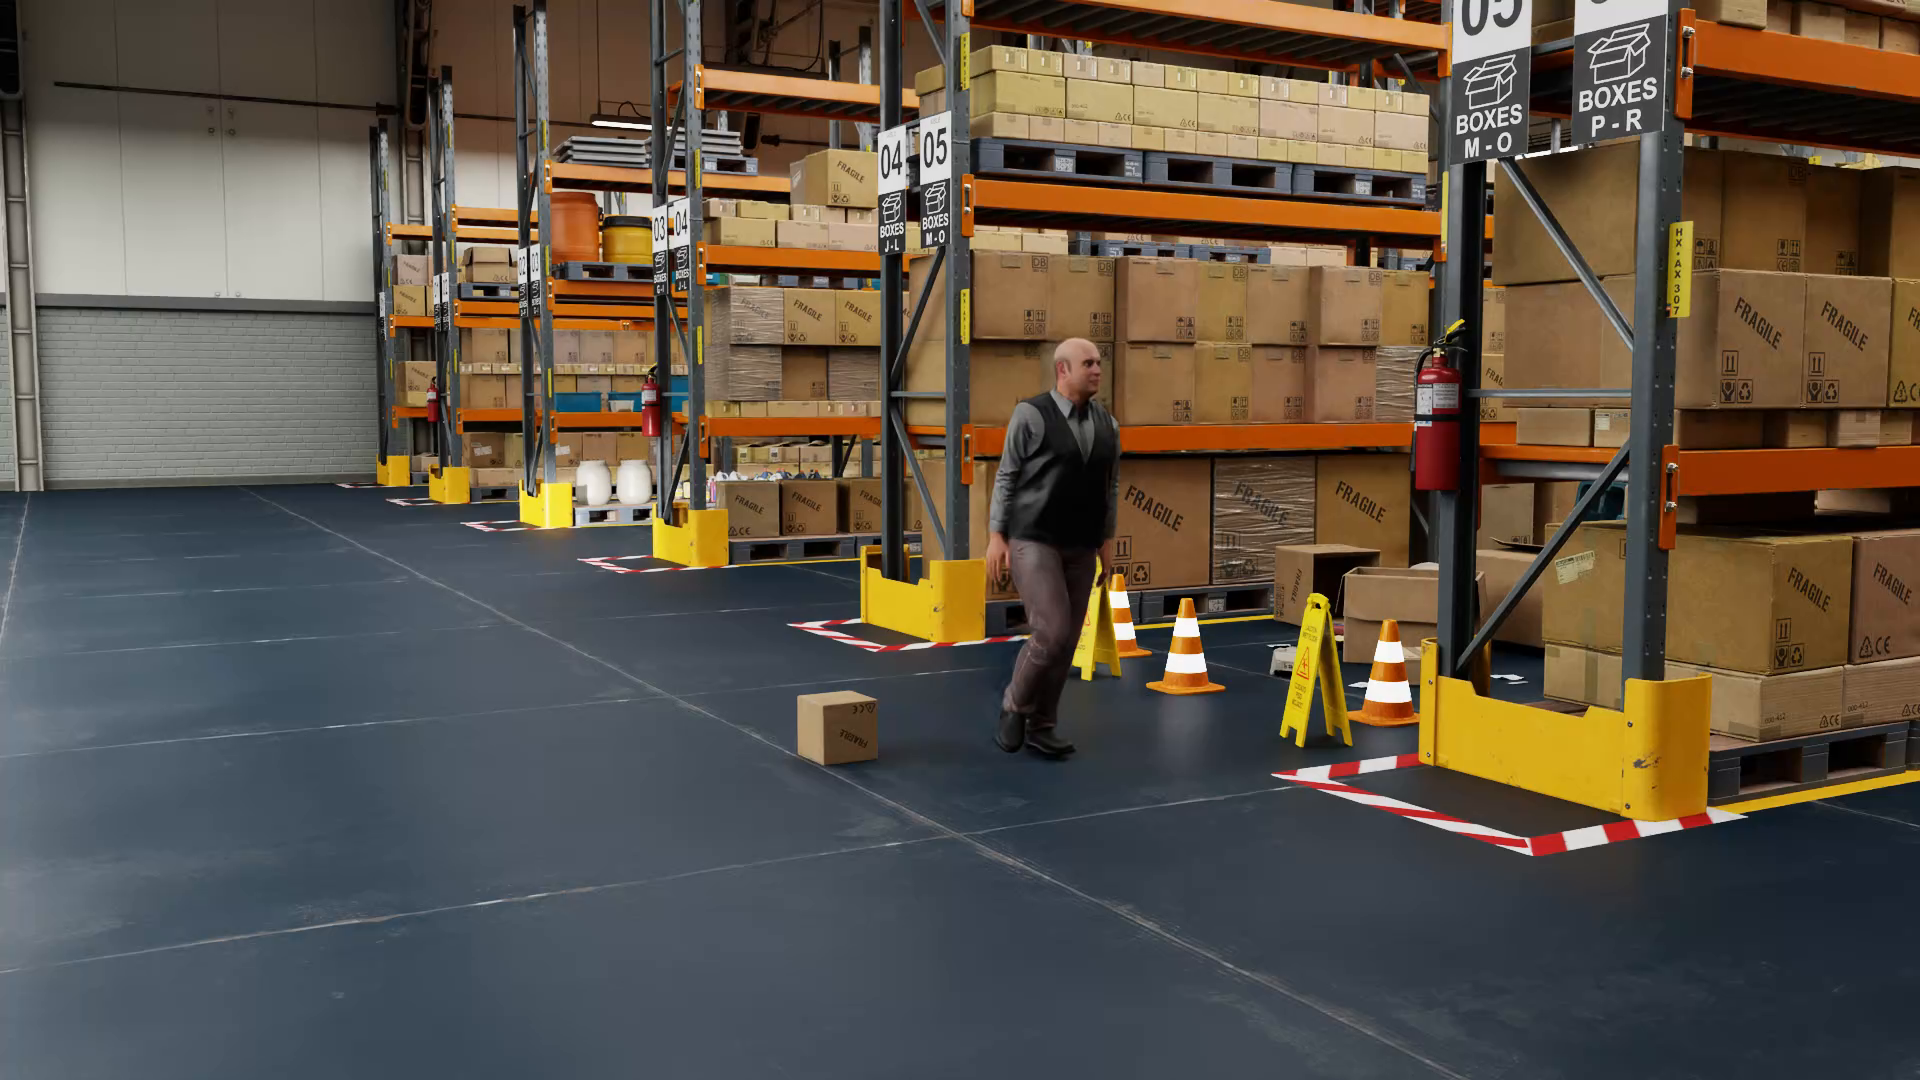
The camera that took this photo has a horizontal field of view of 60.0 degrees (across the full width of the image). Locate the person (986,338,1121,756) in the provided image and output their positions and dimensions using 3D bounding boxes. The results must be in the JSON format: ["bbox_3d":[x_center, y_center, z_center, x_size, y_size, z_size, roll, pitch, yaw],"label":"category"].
[{"bbox_3d":[0.405,0.035,6.797,0.567,1.708,0.490,-3,6,-34],"label":"person"}]
